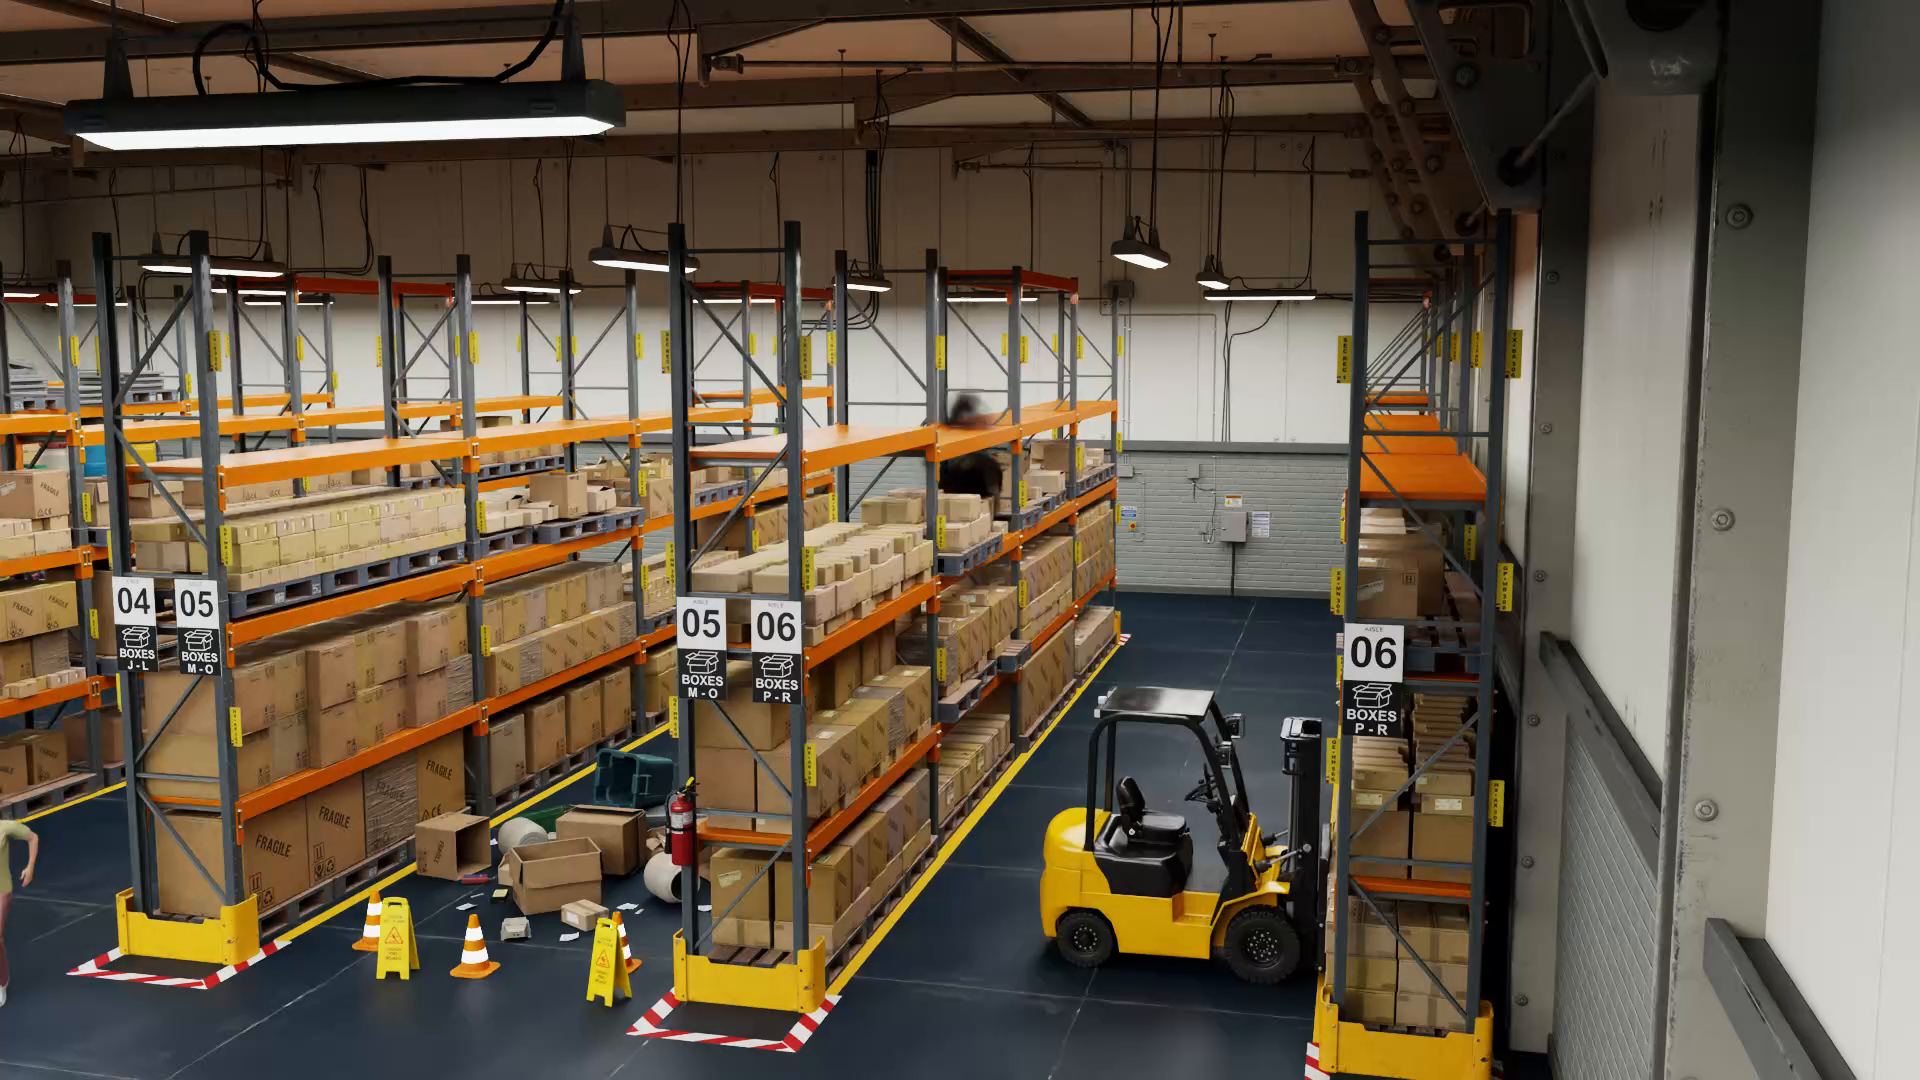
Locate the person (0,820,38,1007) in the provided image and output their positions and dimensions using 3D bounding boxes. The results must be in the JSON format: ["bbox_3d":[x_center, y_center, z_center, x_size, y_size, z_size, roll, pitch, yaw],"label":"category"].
[{"bbox_3d":[-7.544,2.781,12.953,0.601,1.707,0.687,-2,7,-13],"label":"person"}]
